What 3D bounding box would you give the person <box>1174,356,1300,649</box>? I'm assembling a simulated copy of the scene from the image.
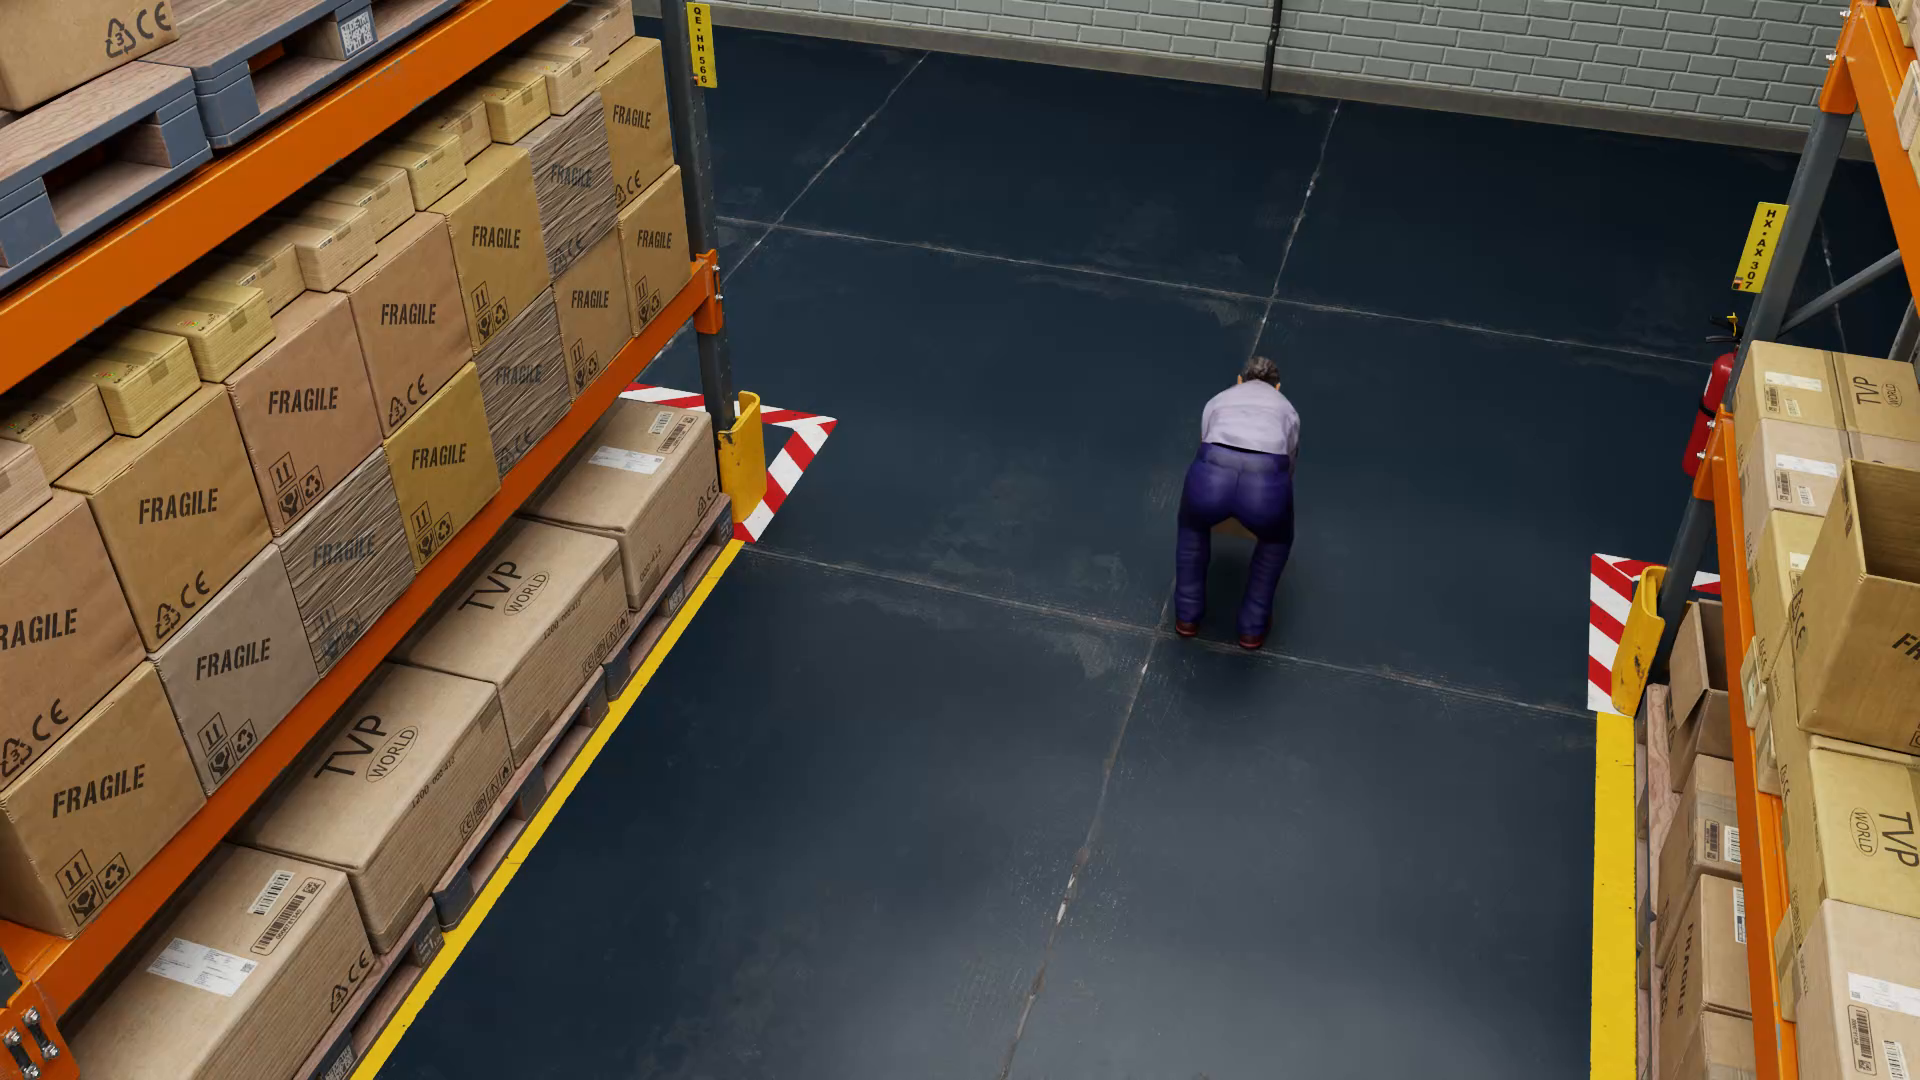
[{"bbox_3d":[1.163,-0.155,6.901,0.482,1.004,0.910,9,38,12],"label":"person"}]
